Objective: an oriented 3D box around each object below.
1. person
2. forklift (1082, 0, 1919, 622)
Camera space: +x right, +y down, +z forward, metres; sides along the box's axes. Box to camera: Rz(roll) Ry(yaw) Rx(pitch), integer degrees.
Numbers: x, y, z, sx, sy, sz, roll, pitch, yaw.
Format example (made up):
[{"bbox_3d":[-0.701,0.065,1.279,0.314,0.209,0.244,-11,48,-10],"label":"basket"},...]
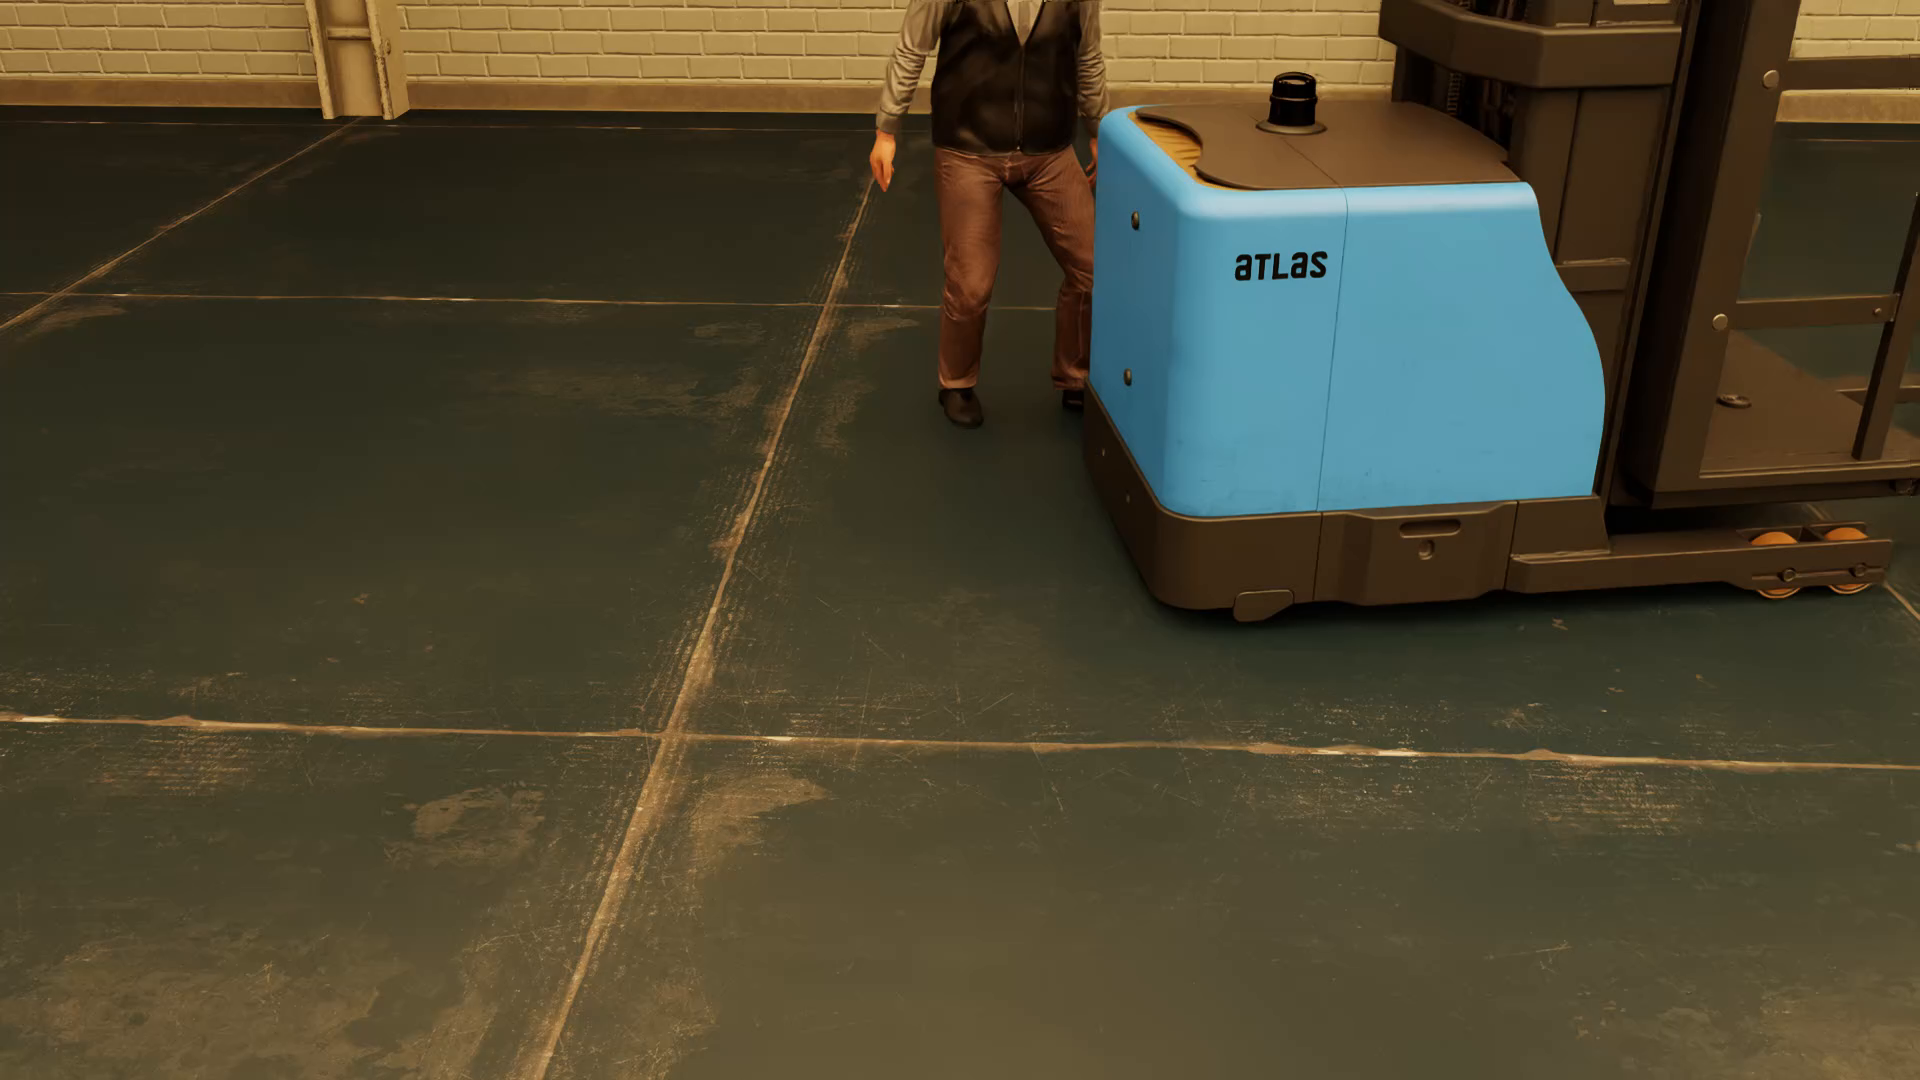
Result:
[{"bbox_3d":[0.161,-1.157,4.986,0.860,1.694,0.406,-7,27,-13],"label":"person"},{"bbox_3d":[1.914,-1.394,4.035,3.031,2.935,1.130,-3,26,-7],"label":"forklift"}]
